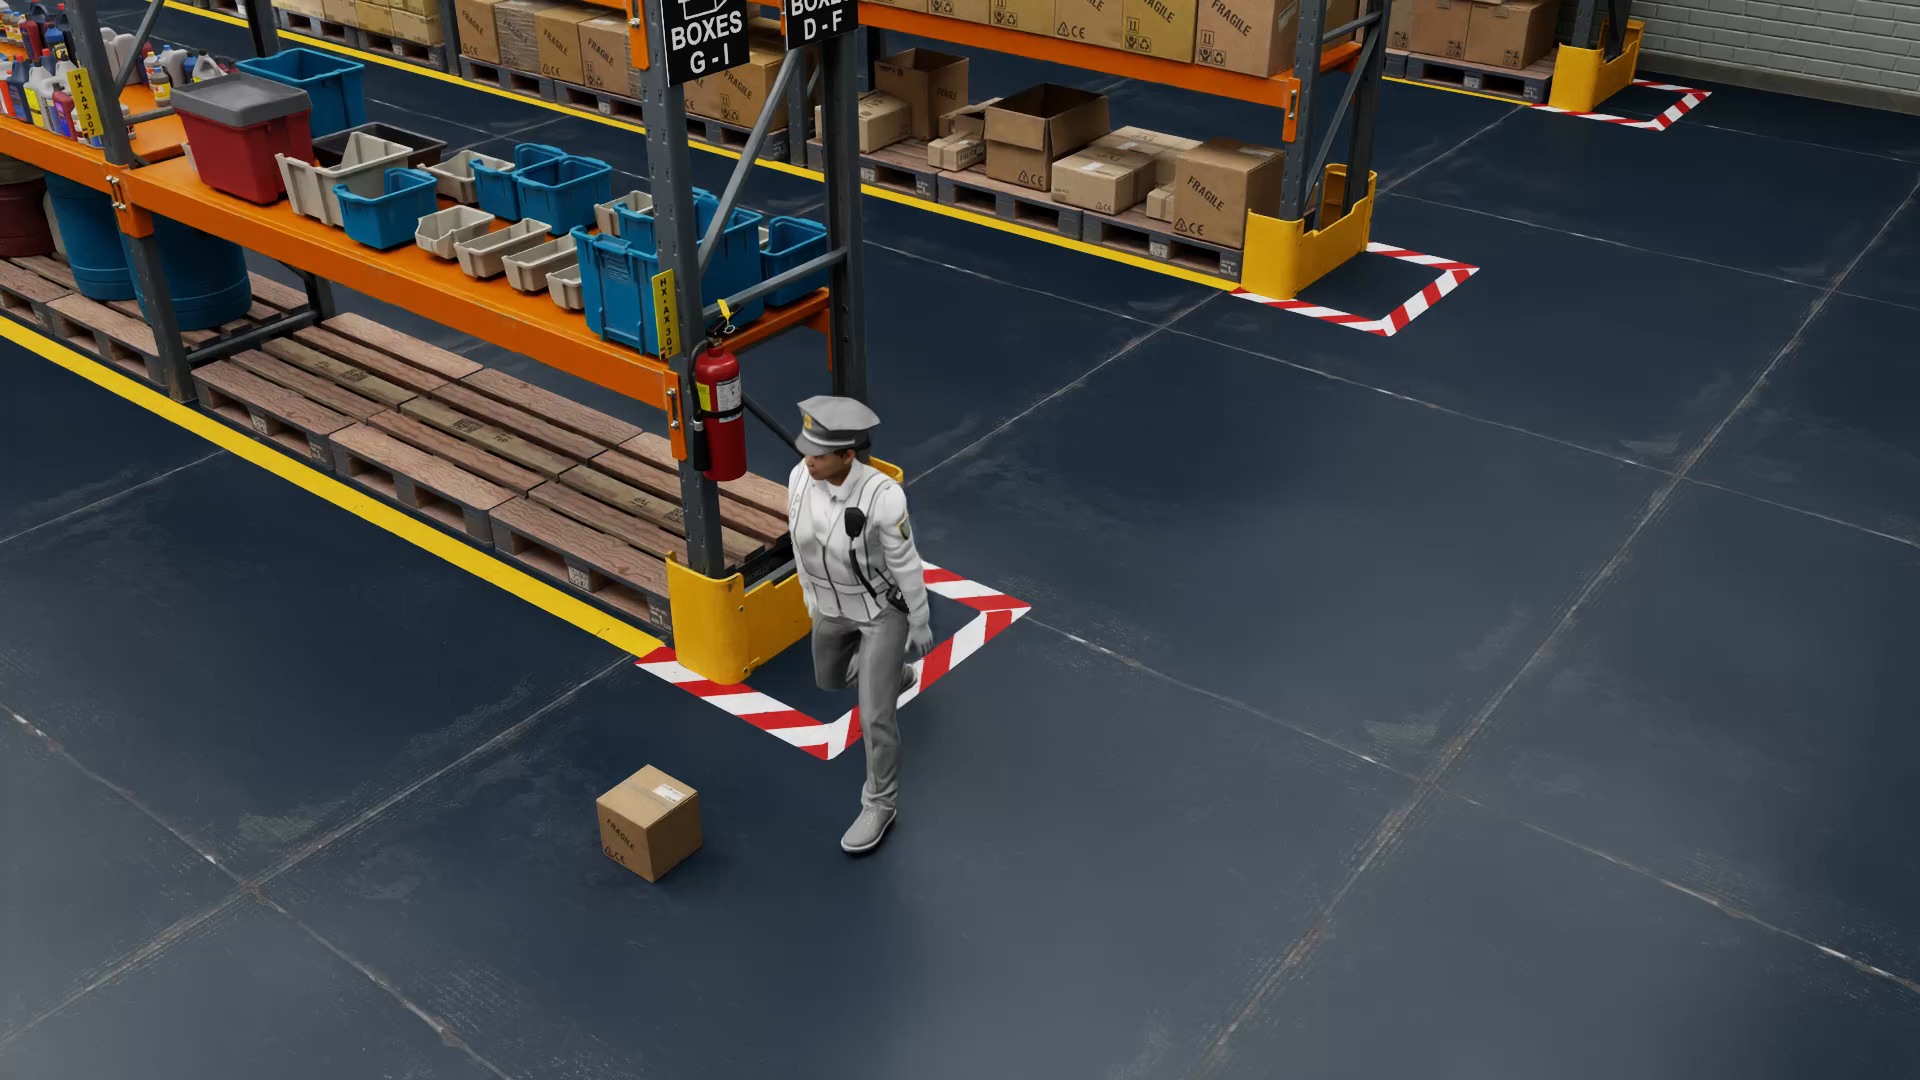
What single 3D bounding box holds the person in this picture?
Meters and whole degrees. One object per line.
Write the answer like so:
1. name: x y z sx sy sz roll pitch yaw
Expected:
1. person: -0.317 0.194 5.800 0.538 1.641 0.796 18 35 27
